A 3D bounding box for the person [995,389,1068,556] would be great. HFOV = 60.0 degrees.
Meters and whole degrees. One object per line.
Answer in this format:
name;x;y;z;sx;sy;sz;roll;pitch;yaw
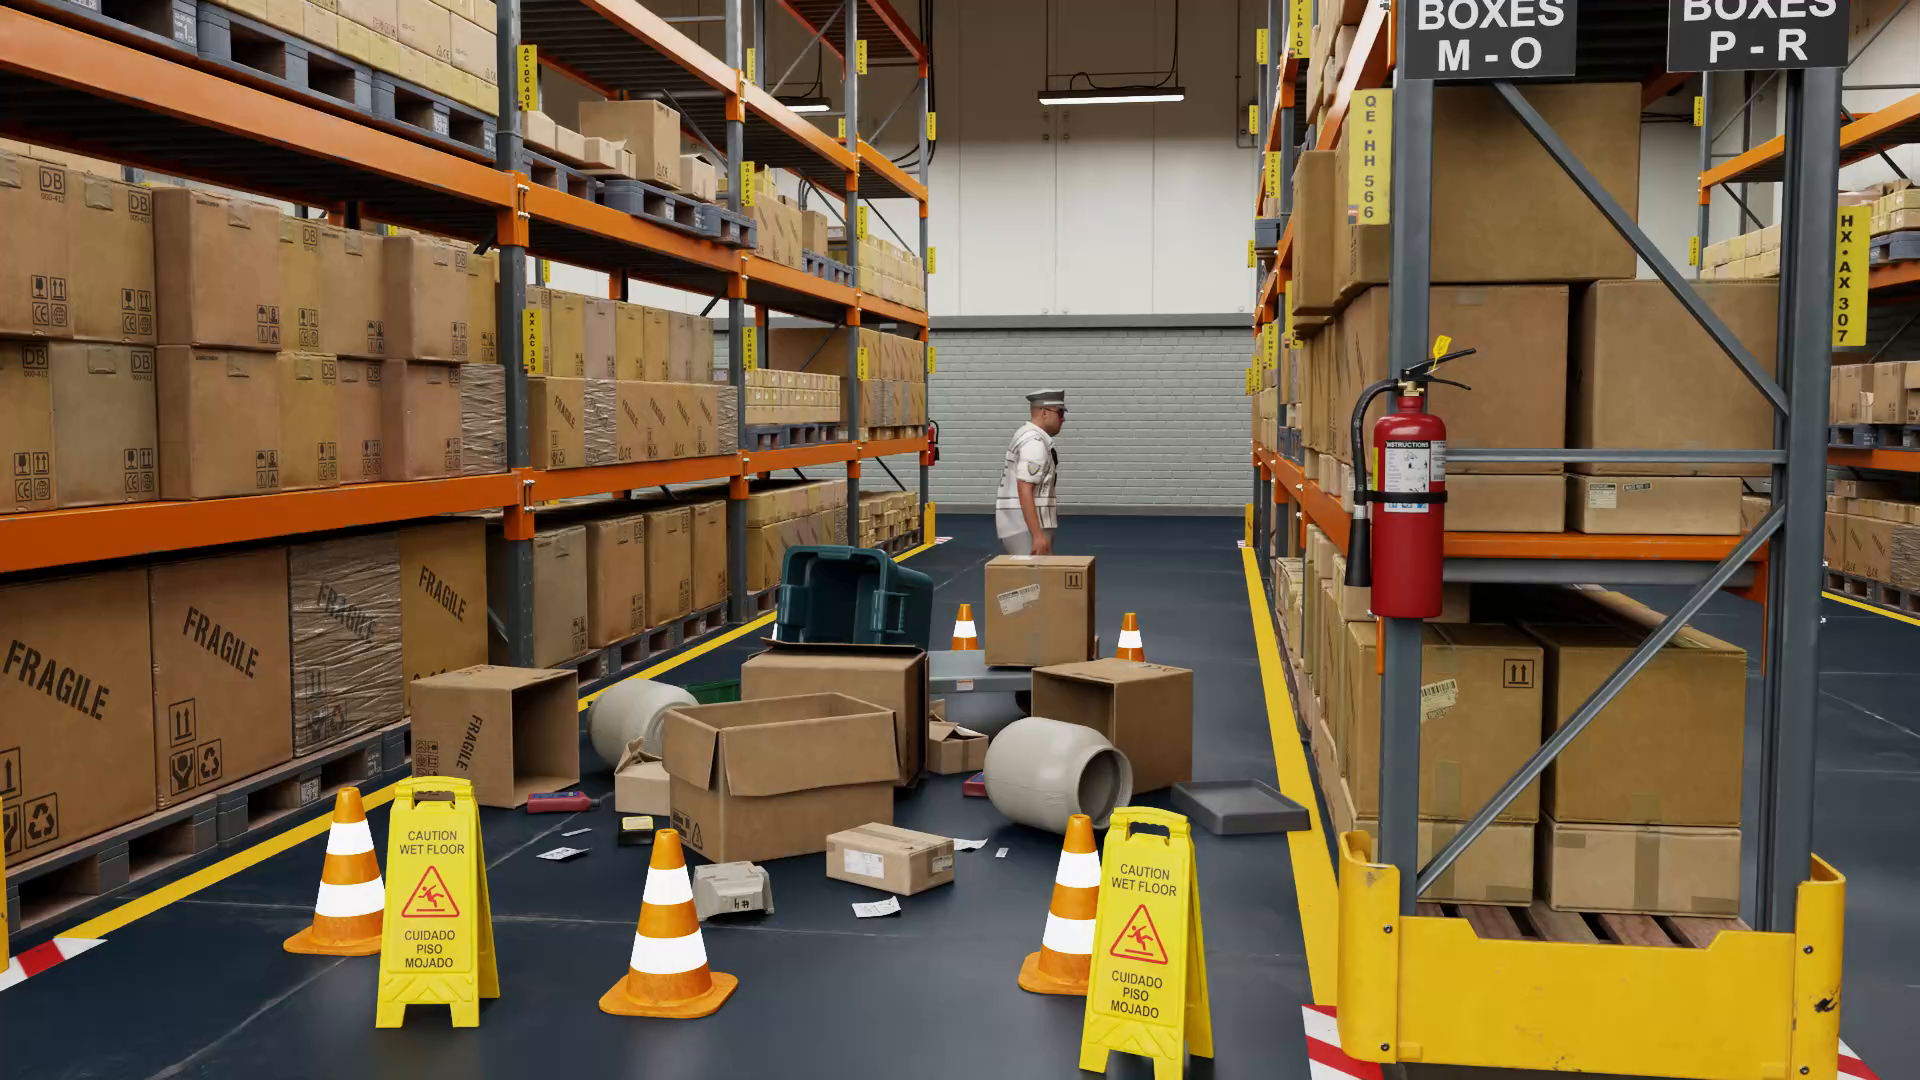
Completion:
person;0.437;-0.034;10.033;0.444;1.747;0.604;0;4;5
